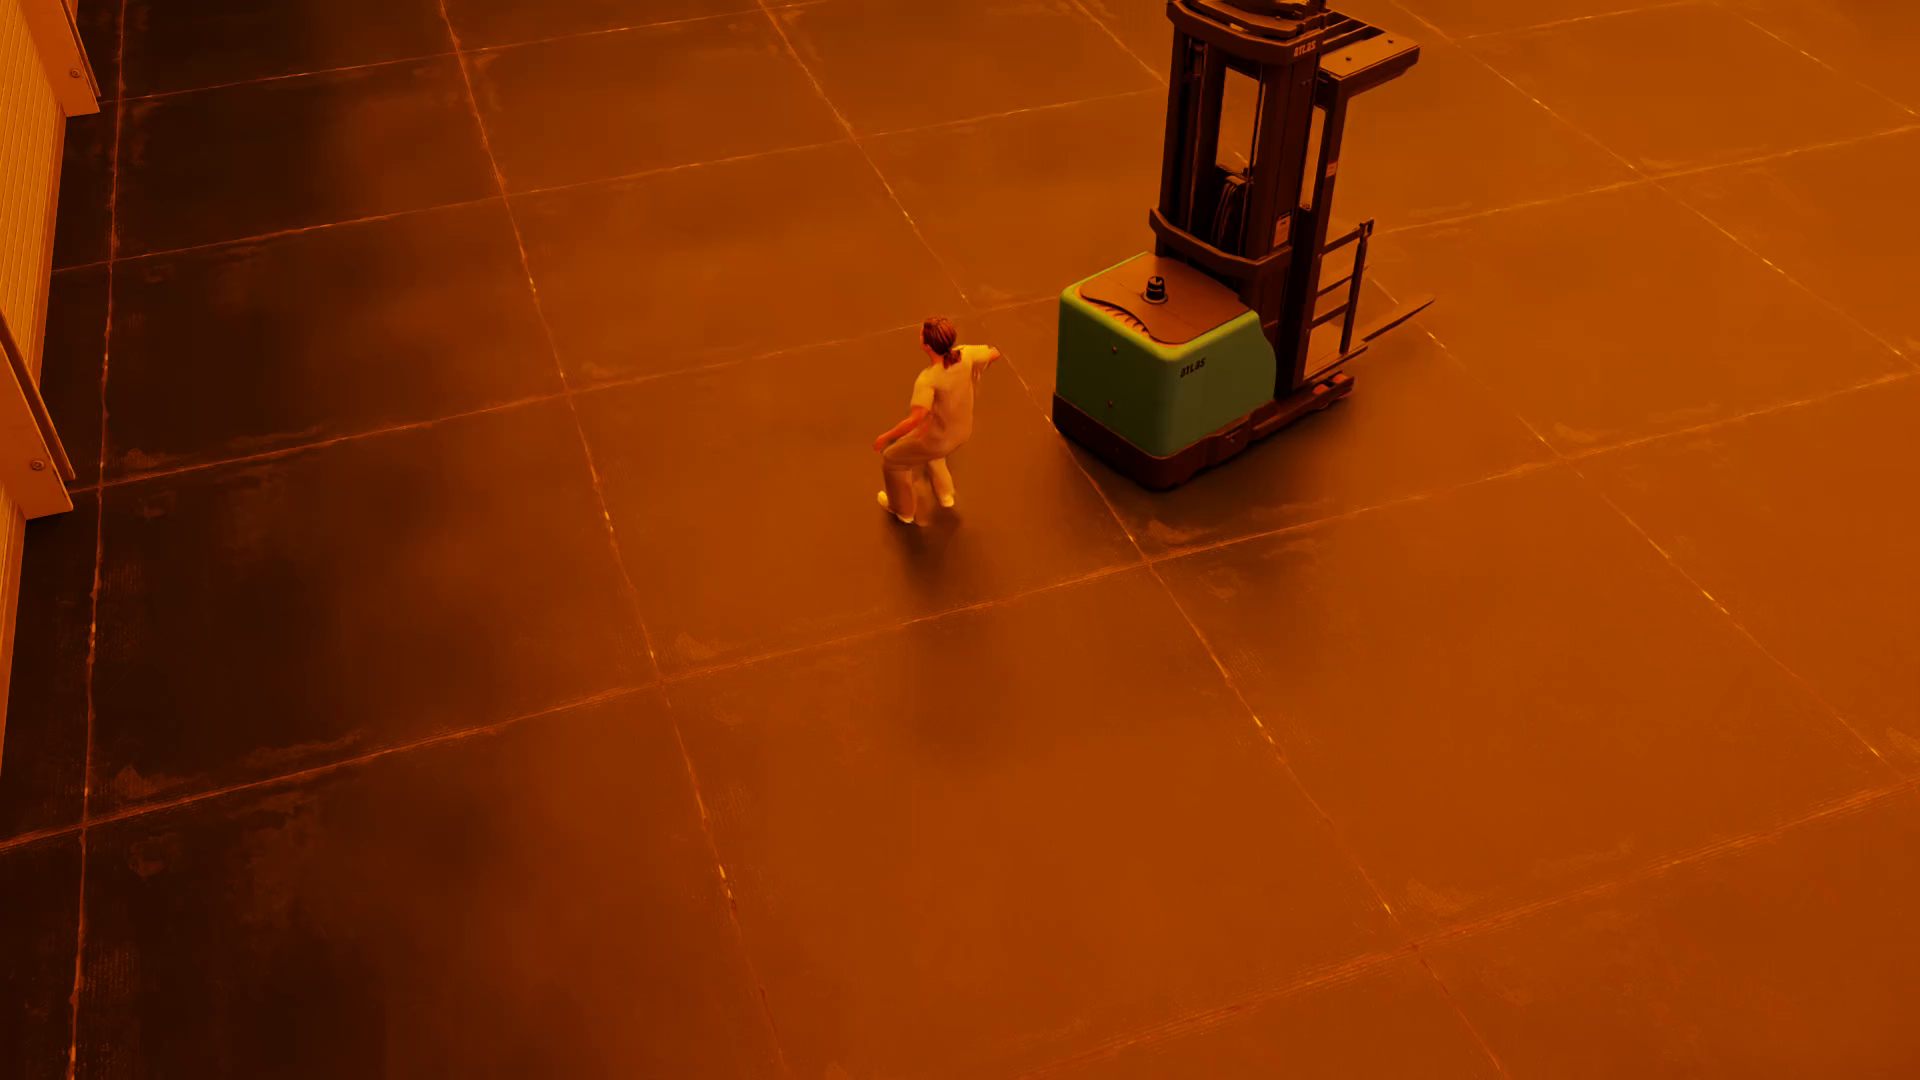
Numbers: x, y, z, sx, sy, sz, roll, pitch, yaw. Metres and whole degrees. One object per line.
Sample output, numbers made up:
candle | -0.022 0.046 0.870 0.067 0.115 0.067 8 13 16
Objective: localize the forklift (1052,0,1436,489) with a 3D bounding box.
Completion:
forklift | 2.070 -2.248 10.674 3.031 2.935 1.130 -28 48 -29

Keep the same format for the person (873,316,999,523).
person | -0.235 -0.717 9.917 0.902 1.564 0.681 -32 50 -32
